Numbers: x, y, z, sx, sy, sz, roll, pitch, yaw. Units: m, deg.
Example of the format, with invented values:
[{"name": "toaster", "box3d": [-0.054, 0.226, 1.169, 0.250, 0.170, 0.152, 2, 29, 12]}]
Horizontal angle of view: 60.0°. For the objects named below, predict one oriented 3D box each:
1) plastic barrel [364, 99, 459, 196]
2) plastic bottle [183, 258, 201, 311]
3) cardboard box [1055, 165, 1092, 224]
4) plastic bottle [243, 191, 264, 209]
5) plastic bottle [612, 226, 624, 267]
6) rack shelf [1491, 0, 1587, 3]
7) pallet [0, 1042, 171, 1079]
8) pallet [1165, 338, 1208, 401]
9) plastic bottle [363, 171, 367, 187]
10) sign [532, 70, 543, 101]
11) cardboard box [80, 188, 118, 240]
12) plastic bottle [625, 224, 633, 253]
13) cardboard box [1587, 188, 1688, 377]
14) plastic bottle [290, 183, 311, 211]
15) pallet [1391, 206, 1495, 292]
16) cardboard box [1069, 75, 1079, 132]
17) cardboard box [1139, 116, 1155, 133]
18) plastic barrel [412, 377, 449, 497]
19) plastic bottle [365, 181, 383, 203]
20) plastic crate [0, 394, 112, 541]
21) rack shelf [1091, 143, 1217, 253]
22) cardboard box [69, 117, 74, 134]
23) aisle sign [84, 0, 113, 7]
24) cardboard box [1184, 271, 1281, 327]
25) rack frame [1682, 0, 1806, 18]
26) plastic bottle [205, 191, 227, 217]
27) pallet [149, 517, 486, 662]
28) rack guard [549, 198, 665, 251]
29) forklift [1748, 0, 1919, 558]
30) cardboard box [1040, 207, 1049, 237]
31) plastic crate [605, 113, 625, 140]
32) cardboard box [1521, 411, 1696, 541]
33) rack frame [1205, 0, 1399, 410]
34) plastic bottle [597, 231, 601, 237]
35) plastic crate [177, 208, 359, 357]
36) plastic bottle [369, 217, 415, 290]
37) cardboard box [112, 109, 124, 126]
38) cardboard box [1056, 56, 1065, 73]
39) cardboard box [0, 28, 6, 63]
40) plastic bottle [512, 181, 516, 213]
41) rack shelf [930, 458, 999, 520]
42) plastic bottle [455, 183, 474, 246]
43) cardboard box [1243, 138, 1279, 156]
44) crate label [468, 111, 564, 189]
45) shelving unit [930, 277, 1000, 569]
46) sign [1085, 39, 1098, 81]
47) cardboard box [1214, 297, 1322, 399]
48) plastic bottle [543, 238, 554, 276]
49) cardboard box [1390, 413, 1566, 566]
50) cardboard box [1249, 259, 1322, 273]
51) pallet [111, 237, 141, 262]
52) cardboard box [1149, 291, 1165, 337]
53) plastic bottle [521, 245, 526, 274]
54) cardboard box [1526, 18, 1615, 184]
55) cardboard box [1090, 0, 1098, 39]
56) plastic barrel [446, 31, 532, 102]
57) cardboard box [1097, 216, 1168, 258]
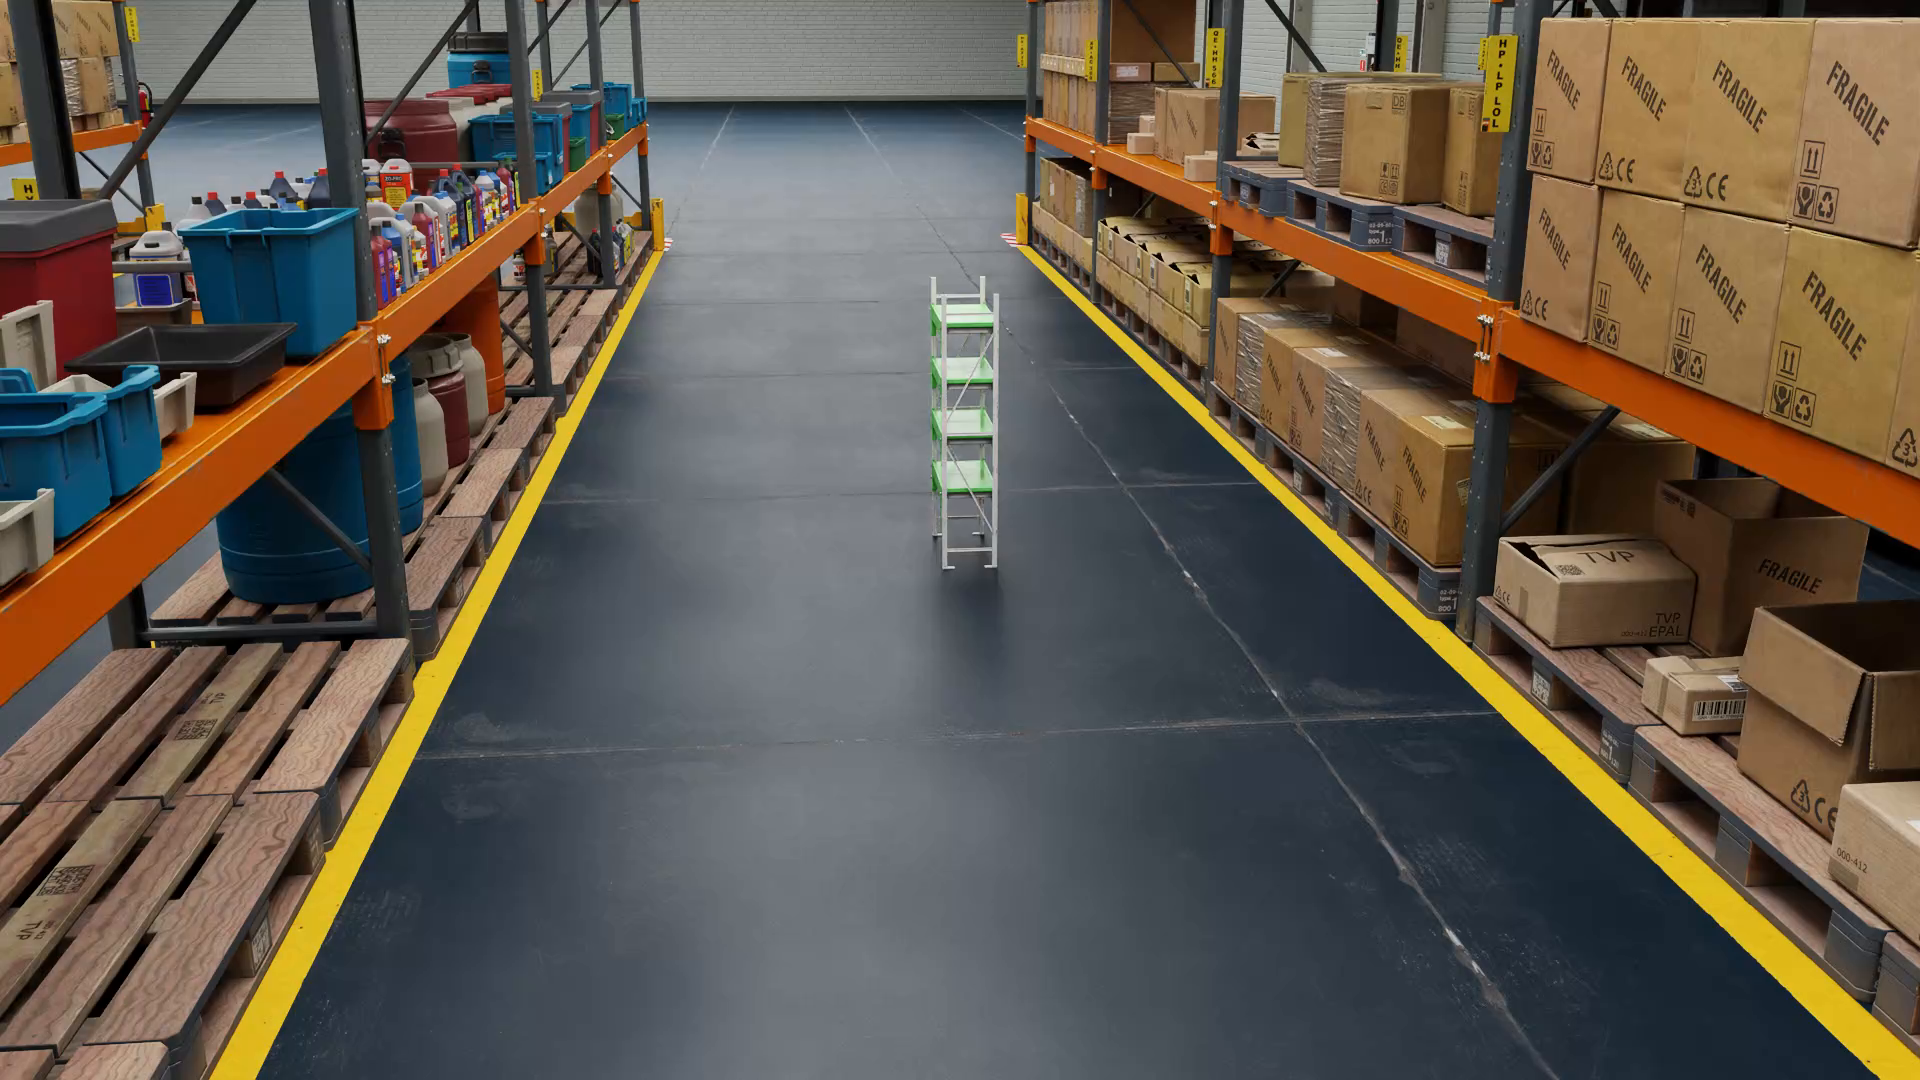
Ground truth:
[{"name": "plastic barrel", "box3d": [-3.252, -2.293, 9.746, 0.600, 0.536, 0.708, -2, 18, -6]}, {"name": "plastic bottle", "box3d": [-2.730, -0.929, 5.961, 0.097, 0.201, 0.097, 0, 17, 0]}, {"name": "cardboard box", "box3d": [1.185, -3.267, 15.713, 0.500, 0.500, 0.500, -2, 18, -6]}, {"name": "plastic bottle", "box3d": [-2.786, -1.207, 6.597, 0.144, 0.351, 0.185, -2, 18, -6]}, {"name": "plastic bottle", "box3d": [-3.005, -2.546, 14.468, 0.144, 0.351, 0.185, -3, 18, -8]}, {"name": "rack shelf", "box3d": [6.332, -5.281, 15.683, 1.077, 0.370, 4.000, -2, 18, -6]}, {"name": "pallet", "box3d": [-2.124, 1.368, 2.968, 1.003, 0.211, 1.213, -2, 18, -6]}, {"name": "pallet", "box3d": [1.978, -1.167, 11.042, 1.003, 0.211, 1.213, -2, 18, -6]}, {"name": "plastic bottle", "box3d": [-3.195, -1.863, 8.820, 0.097, 0.271, 0.097, 0, 17, 0]}, {"name": "sign", "box3d": [-4.276, -4.599, 16.856, 0.100, 0.325, 0.005, -2, 18, -6]}, {"name": "cardboard box", "box3d": [-8.607, -3.151, 16.177, 0.500, 0.500, 0.500, 1, 17, 5]}, {"name": "plastic bottle", "box3d": [-3.104, -2.783, 15.348, 0.152, 0.276, 0.135, -2, 18, -5]}, {"name": "cardboard box", "box3d": [2.274, -0.794, 5.032, 0.500, 0.500, 0.500, -1, 17, -5]}, {"name": "plastic bottle", "box3d": [-3.037, -1.488, 7.616, 0.152, 0.276, 0.135, -2, 18, -6]}, {"name": "pallet", "box3d": [2.463, -1.209, 6.841, 1.003, 0.211, 1.213, -2, 18, -6]}, {"name": "cardboard box", "box3d": [1.397, -4.082, 15.503, 0.700, 0.500, 0.500, -1, 17, -4]}, {"name": "cardboard box", "box3d": [1.706, -3.226, 13.195, 0.500, 0.250, 0.500, -1, 17, -2]}, {"name": "plastic barrel", "box3d": [-2.572, -0.465, 7.604, 0.421, 0.512, 0.421, 0, 17, 0]}, {"name": "plastic bottle", "box3d": [-3.010, -1.737, 8.534, 0.097, 0.201, 0.097, 0, 17, 0]}, {"name": "plastic crate", "box3d": [-1.912, -0.140, 3.296, 0.416, 0.233, 0.300, -2, 18, -6]}, {"name": "rack shelf", "box3d": [1.818, -2.504, 11.845, 1.077, 0.370, 4.000, -2, 18, -6]}, {"name": "cardboard box", "box3d": [-8.161, -3.688, 14.834, 0.380, 0.149, 0.250, -2, 18, -6]}, {"name": "aisle sign", "box3d": [-8.363, -5.598, 16.159, 0.394, 0.787, 0.004, -2, 18, -6]}, {"name": "cardboard box", "box3d": [1.725, -1.556, 10.577, 0.500, 0.311, 0.500, -1, 17, -4]}, {"name": "rack frame", "box3d": [6.539, -3.597, 14.126, 1.000, 3.000, 0.127, -2, 18, -6]}, {"name": "plastic bottle", "box3d": [-2.930, -1.203, 6.582, 0.144, 0.351, 0.185, -2, 18, -6]}, {"name": "pallet", "box3d": [-2.529, 0.192, 6.714, 1.003, 0.211, 1.213, -2, 18, -6]}, {"name": "rack guard", "box3d": [-3.673, -3.269, 17.254, 1.175, 0.500, 0.348, -2, 18, -6]}, {"name": "forklift", "box3d": [4.589, -1.555, 7.736, 1.130, 2.935, 3.031, -2, 18, -6]}, {"name": "cardboard box", "box3d": [1.089, -3.208, 16.775, 0.500, 0.250, 0.500, -2, 18, -6]}, {"name": "plastic crate", "box3d": [-3.175, -3.603, 14.499, 0.450, 0.188, 0.662, -2, 18, -6]}, {"name": "cardboard box", "box3d": [2.629, -0.228, 6.835, 0.500, 0.500, 0.500, -3, 18, -8]}, {"name": "rack frame", "box3d": [2.024, -2.251, 9.839, 1.000, 3.000, 0.127, -2, 18, -6]}, {"name": "plastic bottle", "box3d": [-3.194, -2.625, 14.845, 0.152, 0.276, 0.135, -2, 18, -6]}, {"name": "plastic crate", "box3d": [-2.103, -0.800, 5.143, 0.392, 0.384, 0.575, -2, 18, -6]}, {"name": "plastic bottle", "box3d": [-2.197, -1.107, 6.402, 0.152, 0.276, 0.135, -2, 18, -6]}, {"name": "cardboard box", "box3d": [-8.420, -4.131, 16.248, 0.380, 0.149, 0.250, -2, 18, -6]}, {"name": "cardboard box", "box3d": [1.134, -4.561, 15.946, 0.380, 0.149, 0.250, -2, 18, -7]}, {"name": "cardboard box", "box3d": [-8.089, -4.095, 13.381, 0.500, 0.500, 0.500, -2, 18, -6]}, {"name": "plastic bottle", "box3d": [-2.443, -1.862, 8.932, 0.097, 0.201, 0.097, 0, 17, 0]}, {"name": "rack shelf", "box3d": [0.017, -0.233, 7.431, 0.258, 0.148, 0.480, -2, 18, -6]}, {"name": "plastic bottle", "box3d": [-2.286, -1.501, 7.644, 0.061, 0.283, 0.133, -2, 18, -6]}, {"name": "cardboard box", "box3d": [2.030, -2.318, 10.202, 0.500, 0.311, 0.500, -1, 17, -2]}, {"name": "crate label", "box3d": [-2.736, -2.420, 10.320, 0.502, 0.435, 0.616, -2, 18, -6]}, {"name": "shelving unit", "box3d": [0.017, -0.523, 7.340, 0.258, 1.200, 0.503, -2, 18, -6]}, {"name": "sign", "box3d": [1.060, -3.876, 13.438, 0.100, 0.325, 0.005, -2, 18, -6]}, {"name": "cardboard box", "box3d": [1.787, -1.124, 9.688, 0.500, 0.500, 0.500, -1, 17, -3]}, {"name": "plastic bottle", "box3d": [-3.525, -2.424, 14.079, 0.144, 0.351, 0.185, -2, 18, -6]}, {"name": "cardboard box", "box3d": [2.101, -0.215, 6.792, 0.500, 0.500, 0.500, -2, 18, -6]}, {"name": "cardboard box", "box3d": [2.200, -1.728, 11.128, 0.500, 0.311, 0.500, -2, 18, -7]}, {"name": "pallet", "box3d": [-8.598, -2.733, 16.031, 1.003, 0.211, 1.213, -2, 18, -6]}, {"name": "cardboard box", "box3d": [1.622, -1.592, 11.630, 0.500, 0.250, 0.500, -1, 17, -4]}, {"name": "plastic bottle", "box3d": [-3.669, -2.420, 14.065, 0.144, 0.351, 0.185, -2, 18, -7]}, {"name": "cardboard box", "box3d": [2.206, -1.435, 5.404, 0.500, 0.500, 0.500, -1, 17, -4]}, {"name": "cardboard box", "box3d": [1.506, -4.392, 14.326, 0.700, 0.500, 0.500, -2, 18, -6]}, {"name": "plastic barrel", "box3d": [-3.577, -3.406, 12.680, 0.600, 0.901, 0.708, -2, 18, -6]}, {"name": "cardboard box", "box3d": [1.407, -2.468, 13.484, 0.500, 0.311, 0.500, -2, 18, -5]}]
